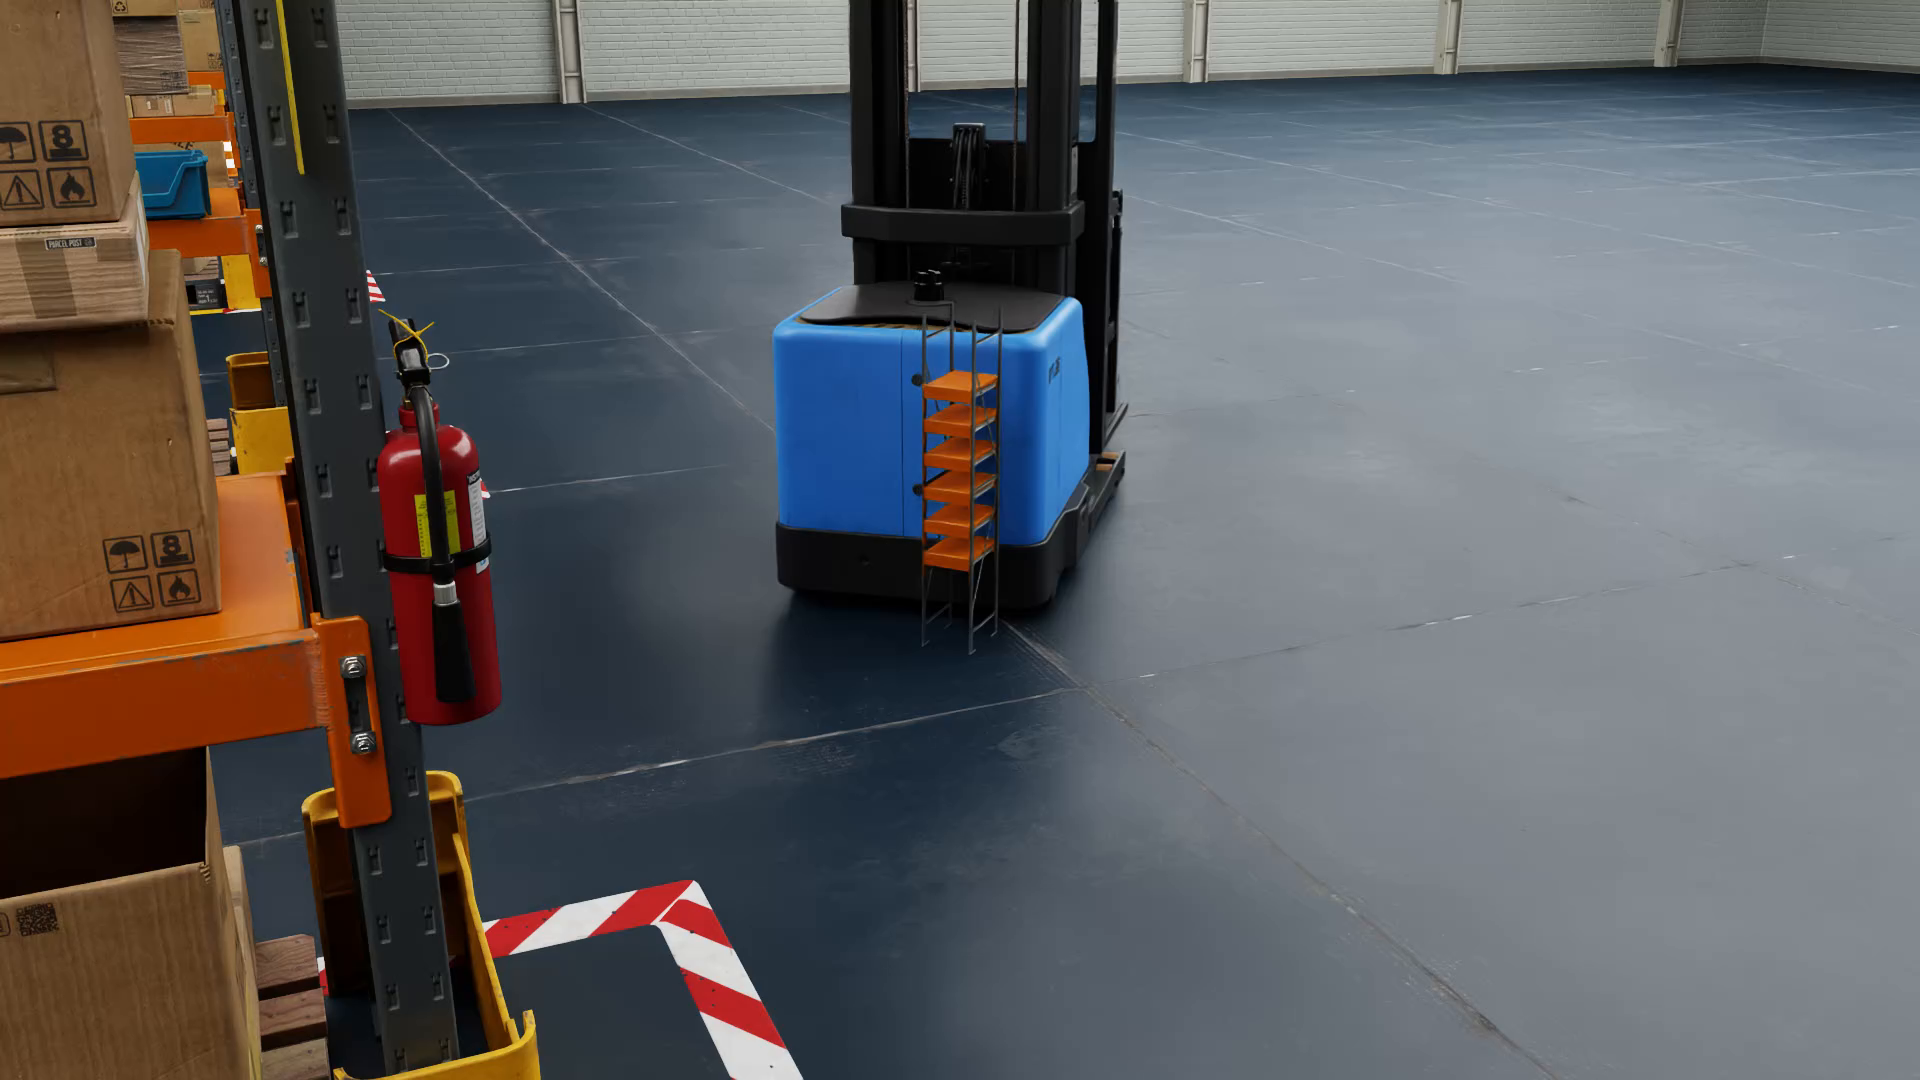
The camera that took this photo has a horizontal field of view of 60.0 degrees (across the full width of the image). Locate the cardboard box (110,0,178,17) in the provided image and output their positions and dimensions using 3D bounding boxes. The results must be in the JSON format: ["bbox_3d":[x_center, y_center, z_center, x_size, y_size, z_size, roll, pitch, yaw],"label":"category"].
[{"bbox_3d":[-5.486,-3.730,10.995,0.500,0.500,0.500,-8,21,-22],"label":"cardboard box"}]

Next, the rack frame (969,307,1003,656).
[{"bbox_3d":[0.088,-0.193,5.762,0.006,1.200,0.240,9,21,23],"label":"rack frame"}]

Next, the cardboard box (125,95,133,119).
[{"bbox_3d":[-5.698,-2.918,11.172,0.250,0.149,0.380,-8,21,-22],"label":"cardboard box"}]

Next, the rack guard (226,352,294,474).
[{"bbox_3d":[-3.168,-0.505,7.703,0.348,0.500,1.175,-8,21,-22],"label":"rack guard"}]

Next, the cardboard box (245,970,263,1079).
[{"bbox_3d":[-1.534,1.062,2.996,0.500,0.250,0.500,-8,21,-22],"label":"cardboard box"}]

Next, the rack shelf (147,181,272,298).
[{"bbox_3d":[-4.953,-1.106,6.729,4.000,0.370,1.077,-8,21,-22],"label":"rack shelf"}]

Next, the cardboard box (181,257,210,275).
[{"bbox_3d":[-5.659,-2.161,11.773,0.500,0.500,0.500,-4,20,-12],"label":"cardboard box"}]

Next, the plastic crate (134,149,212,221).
[{"bbox_3d":[-3.458,-1.481,6.936,0.616,0.251,0.499,-8,21,-22],"label":"plastic crate"}]

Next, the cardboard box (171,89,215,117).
[{"bbox_3d":[-5.259,-3.000,11.403,0.250,0.149,0.380,-8,21,-22],"label":"cardboard box"}]

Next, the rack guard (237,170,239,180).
[{"bbox_3d":[-6.929,-3.569,16.404,0.348,0.500,1.175,-8,21,-22],"label":"rack guard"}]

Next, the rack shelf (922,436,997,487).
[{"bbox_3d":[0.006,-0.277,5.773,0.180,0.103,0.258,9,21,23],"label":"rack shelf"}]

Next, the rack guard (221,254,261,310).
[{"bbox_3d":[-5.149,-2.030,12.033,0.348,0.500,1.175,-8,21,-22],"label":"rack guard"}]

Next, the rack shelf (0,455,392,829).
[{"bbox_3d":[-2.995,0.405,2.438,4.000,0.370,1.077,-8,21,-22],"label":"rack shelf"}]

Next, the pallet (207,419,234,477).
[{"bbox_3d":[-3.916,-0.263,7.452,1.213,0.211,1.003,-8,21,-22],"label":"pallet"}]

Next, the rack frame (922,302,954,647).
[{"bbox_3d":[-0.078,-0.220,5.834,0.006,1.200,0.240,9,21,23],"label":"rack frame"}]

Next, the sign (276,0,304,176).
[{"bbox_3d":[-0.956,-0.688,2.359,0.005,0.325,0.100,-8,21,-22],"label":"sign"}]

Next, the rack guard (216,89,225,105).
[{"bbox_3d":[-10.952,-6.578,24.951,0.348,0.500,1.175,-8,21,-22],"label":"rack guard"}]

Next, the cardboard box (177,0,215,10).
[{"bbox_3d":[-7.307,-5.288,15.671,0.550,0.550,0.875,-8,21,-22],"label":"cardboard box"}]

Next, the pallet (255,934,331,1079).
[{"bbox_3d":[-1.844,1.231,3.207,1.213,0.211,1.003,-8,21,-22],"label":"pallet"}]

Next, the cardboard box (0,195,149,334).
[{"bbox_3d":[-1.434,-0.442,2.633,0.250,0.149,0.380,-9,21,-23],"label":"cardboard box"}]

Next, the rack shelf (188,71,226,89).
[{"bbox_3d":[-8.787,-4.142,15.352,4.000,0.370,1.077,-8,21,-22],"label":"rack shelf"}]

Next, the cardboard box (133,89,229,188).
[{"bbox_3d":[-7.547,-3.831,15.953,0.875,0.875,0.875,-8,21,-22],"label":"cardboard box"}]

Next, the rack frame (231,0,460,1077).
[{"bbox_3d":[-1.158,-0.197,3.066,0.127,3.000,1.000,-8,21,-22],"label":"rack frame"}]

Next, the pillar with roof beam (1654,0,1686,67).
[{"bbox_3d":[17.281,-13.401,31.531,0.400,9.000,9.100,-8,21,-22],"label":"pillar with roof beam"}]

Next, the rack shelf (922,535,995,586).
[{"bbox_3d":[0.003,0.062,5.894,0.180,0.103,0.258,9,21,23],"label":"rack shelf"}]

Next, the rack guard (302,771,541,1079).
[{"bbox_3d":[-1.136,0.979,3.490,0.348,0.500,1.175,-8,21,-22],"label":"rack guard"}]

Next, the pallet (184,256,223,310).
[{"bbox_3d":[-5.909,-1.797,11.809,1.213,0.211,1.003,-8,21,-22],"label":"pallet"}]

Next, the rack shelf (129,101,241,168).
[{"bbox_3d":[-6.915,-2.616,11.019,4.000,0.370,1.077,-8,21,-22],"label":"rack shelf"}]

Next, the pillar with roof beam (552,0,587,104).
[{"bbox_3d":[-4.756,-10.243,22.565,0.400,9.000,9.100,-8,21,-22],"label":"pillar with roof beam"}]

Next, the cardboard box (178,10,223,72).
[{"bbox_3d":[-7.273,-4.753,15.777,0.550,0.550,0.875,-8,21,-22],"label":"cardboard box"}]

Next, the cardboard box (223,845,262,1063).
[{"bbox_3d":[-1.739,0.904,3.445,0.500,0.250,0.500,-8,21,-22],"label":"cardboard box"}]

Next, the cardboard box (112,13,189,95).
[{"bbox_3d":[-5.595,-3.342,11.399,0.500,0.500,0.875,-8,21,-22],"label":"cardboard box"}]

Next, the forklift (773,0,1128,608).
[{"bbox_3d":[0.150,-1.586,7.112,1.130,2.935,3.031,5,20,13],"label":"forklift"}]

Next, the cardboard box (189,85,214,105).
[{"bbox_3d":[-5.435,-3.135,11.788,0.250,0.149,0.380,-8,21,-22],"label":"cardboard box"}]

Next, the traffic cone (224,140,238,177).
[{"bbox_3d":[-8.136,-4.300,18.539,0.334,0.463,0.336,-8,21,-22],"label":"traffic cone"}]

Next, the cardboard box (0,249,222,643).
[{"bbox_3d":[-1.592,-0.187,2.886,0.500,0.500,0.700,-8,21,-22],"label":"cardboard box"}]

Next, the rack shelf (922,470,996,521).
[{"bbox_3d":[0.005,-0.164,5.813,0.180,0.103,0.258,9,21,23],"label":"rack shelf"}]

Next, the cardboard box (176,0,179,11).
[{"bbox_3d":[-5.692,-3.888,11.445,0.500,0.500,0.500,-8,21,-22],"label":"cardboard box"}]

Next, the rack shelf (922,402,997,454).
[{"bbox_3d":[0.007,-0.390,5.732,0.180,0.103,0.258,9,21,23],"label":"rack shelf"}]

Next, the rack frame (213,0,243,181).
[{"bbox_3d":[-5.079,-3.219,11.647,0.127,3.000,1.000,-8,21,-22],"label":"rack frame"}]

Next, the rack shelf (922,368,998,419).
[{"bbox_3d":[0.008,-0.503,5.692,0.180,0.103,0.258,9,21,23],"label":"rack shelf"}]

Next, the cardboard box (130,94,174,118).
[{"bbox_3d":[-5.489,-2.967,11.310,0.250,0.149,0.380,-8,21,-22],"label":"cardboard box"}]

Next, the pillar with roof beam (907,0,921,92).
[{"bbox_3d":[0.754,-11.033,24.806,0.400,9.000,9.100,-8,21,-22],"label":"pillar with roof beam"}]

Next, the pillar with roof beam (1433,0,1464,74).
[{"bbox_3d":[11.772,-12.611,29.290,0.400,9.000,9.100,-8,21,-22],"label":"pillar with roof beam"}]

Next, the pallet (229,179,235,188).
[{"bbox_3d":[-7.654,-3.300,16.077,1.213,0.211,1.003,-8,21,-22],"label":"pallet"}]

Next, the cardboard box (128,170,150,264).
[{"bbox_3d":[-1.604,-0.564,2.981,0.250,0.149,0.380,-8,21,-22],"label":"cardboard box"}]

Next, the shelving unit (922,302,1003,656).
[{"bbox_3d":[0.005,-0.206,5.798,0.189,1.200,0.258,9,21,23],"label":"shelving unit"}]

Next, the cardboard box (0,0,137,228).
[{"bbox_3d":[-1.641,-0.792,2.650,0.500,0.500,0.700,-8,21,-22],"label":"cardboard box"}]

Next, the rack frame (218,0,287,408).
[{"bbox_3d":[-3.117,-1.708,7.357,0.127,3.000,1.000,-8,21,-22],"label":"rack frame"}]

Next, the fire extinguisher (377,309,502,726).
[{"bbox_3d":[-0.866,-0.035,2.720,0.183,0.674,0.296,-8,21,-22],"label":"fire extinguisher"}]

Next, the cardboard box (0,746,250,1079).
[{"bbox_3d":[-1.533,0.709,2.870,0.500,0.500,0.500,-8,21,-22],"label":"cardboard box"}]

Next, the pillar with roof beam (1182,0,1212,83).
[{"bbox_3d":[6.263,-11.822,27.048,0.400,9.000,9.100,-8,21,-22],"label":"pillar with roof beam"}]

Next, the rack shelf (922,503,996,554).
[{"bbox_3d":[0.004,-0.051,5.854,0.180,0.103,0.258,9,21,23],"label":"rack shelf"}]

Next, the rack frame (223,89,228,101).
[{"bbox_3d":[-9.004,-6.241,20.230,0.127,3.000,1.000,-8,21,-22],"label":"rack frame"}]
